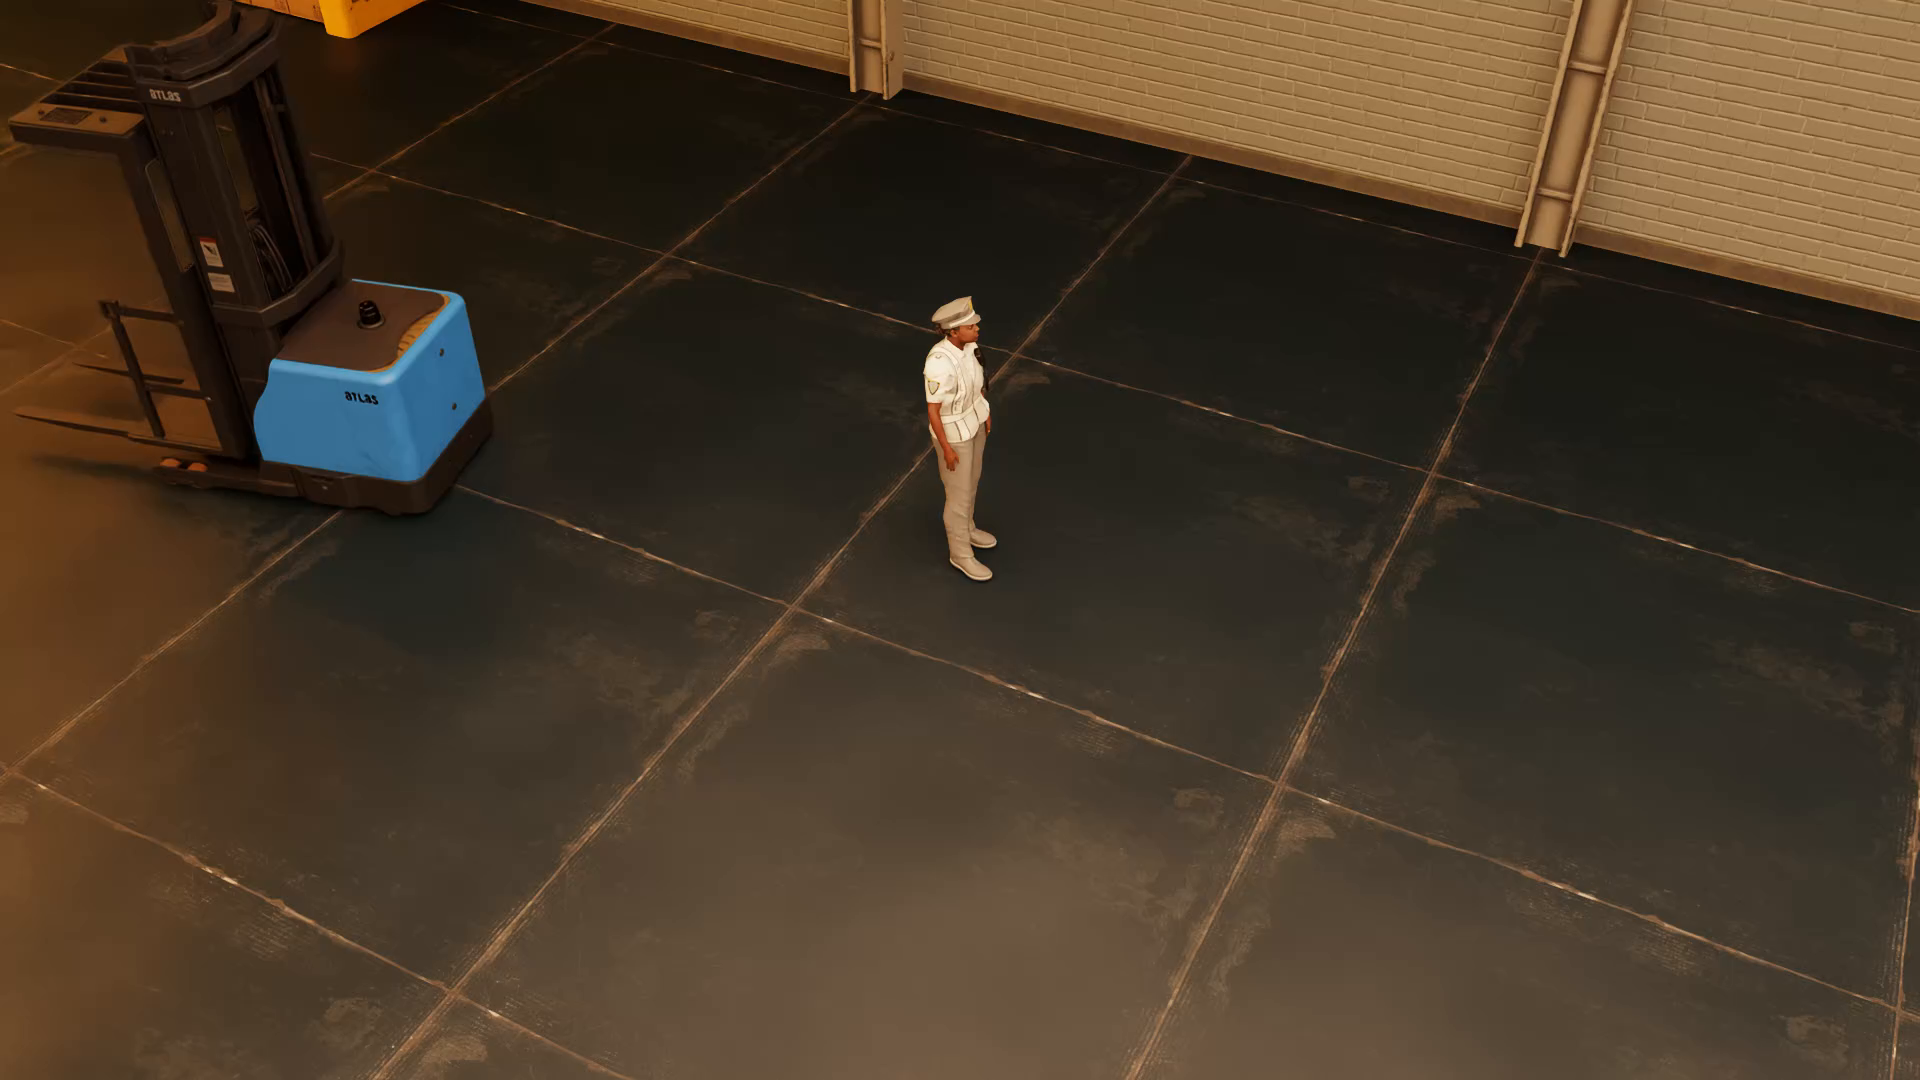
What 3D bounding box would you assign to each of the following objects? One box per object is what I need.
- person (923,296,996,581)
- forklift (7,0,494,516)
[{"bbox_3d":[0.057,-0.619,9.672,0.530,1.692,0.569,18,43,21],"label":"person"},{"bbox_3d":[-4.668,-1.771,10.089,3.031,2.935,1.130,9,41,10],"label":"forklift"}]
